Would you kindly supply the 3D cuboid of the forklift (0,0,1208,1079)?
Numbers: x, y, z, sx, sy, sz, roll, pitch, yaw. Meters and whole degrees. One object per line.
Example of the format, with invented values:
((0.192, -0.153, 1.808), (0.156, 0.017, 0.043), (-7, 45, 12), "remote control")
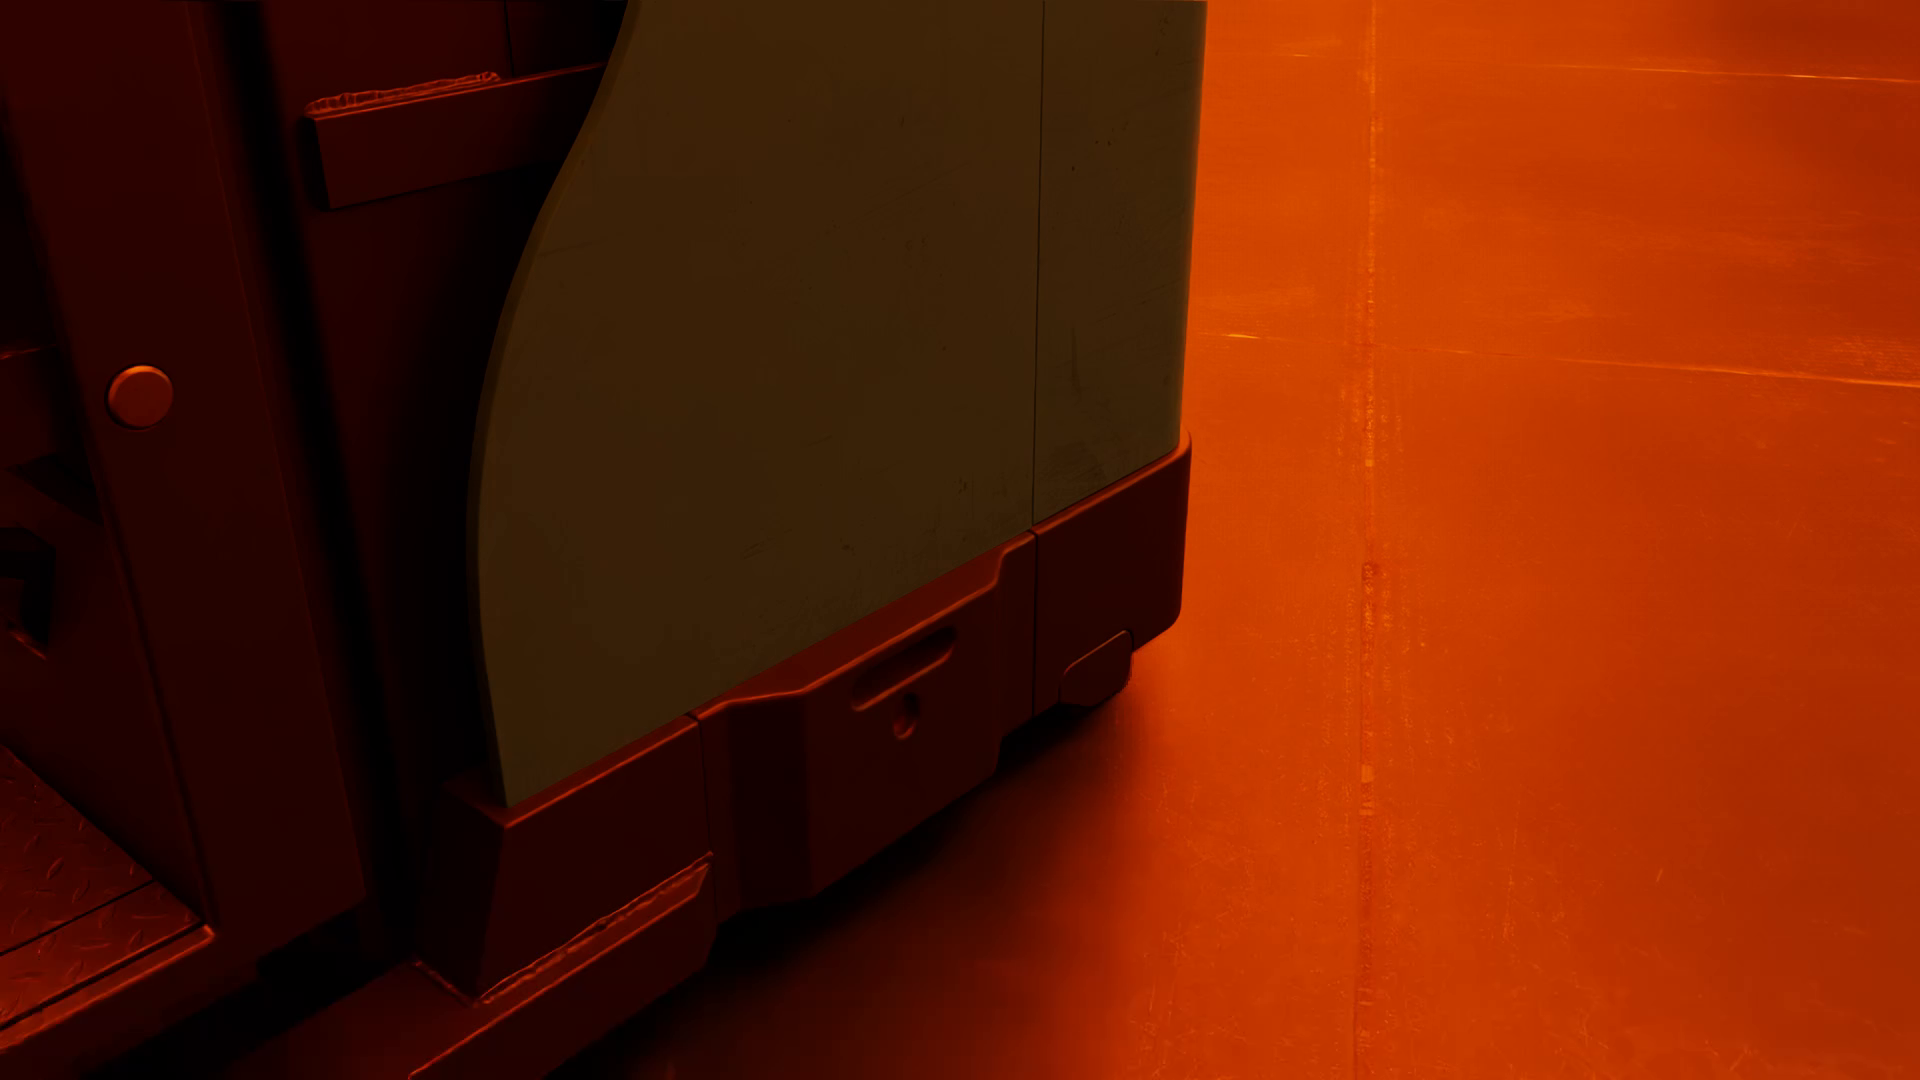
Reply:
((-1.056, -0.804, 0.840), (1.130, 2.935, 3.031), (21, 34, 36), "forklift")
